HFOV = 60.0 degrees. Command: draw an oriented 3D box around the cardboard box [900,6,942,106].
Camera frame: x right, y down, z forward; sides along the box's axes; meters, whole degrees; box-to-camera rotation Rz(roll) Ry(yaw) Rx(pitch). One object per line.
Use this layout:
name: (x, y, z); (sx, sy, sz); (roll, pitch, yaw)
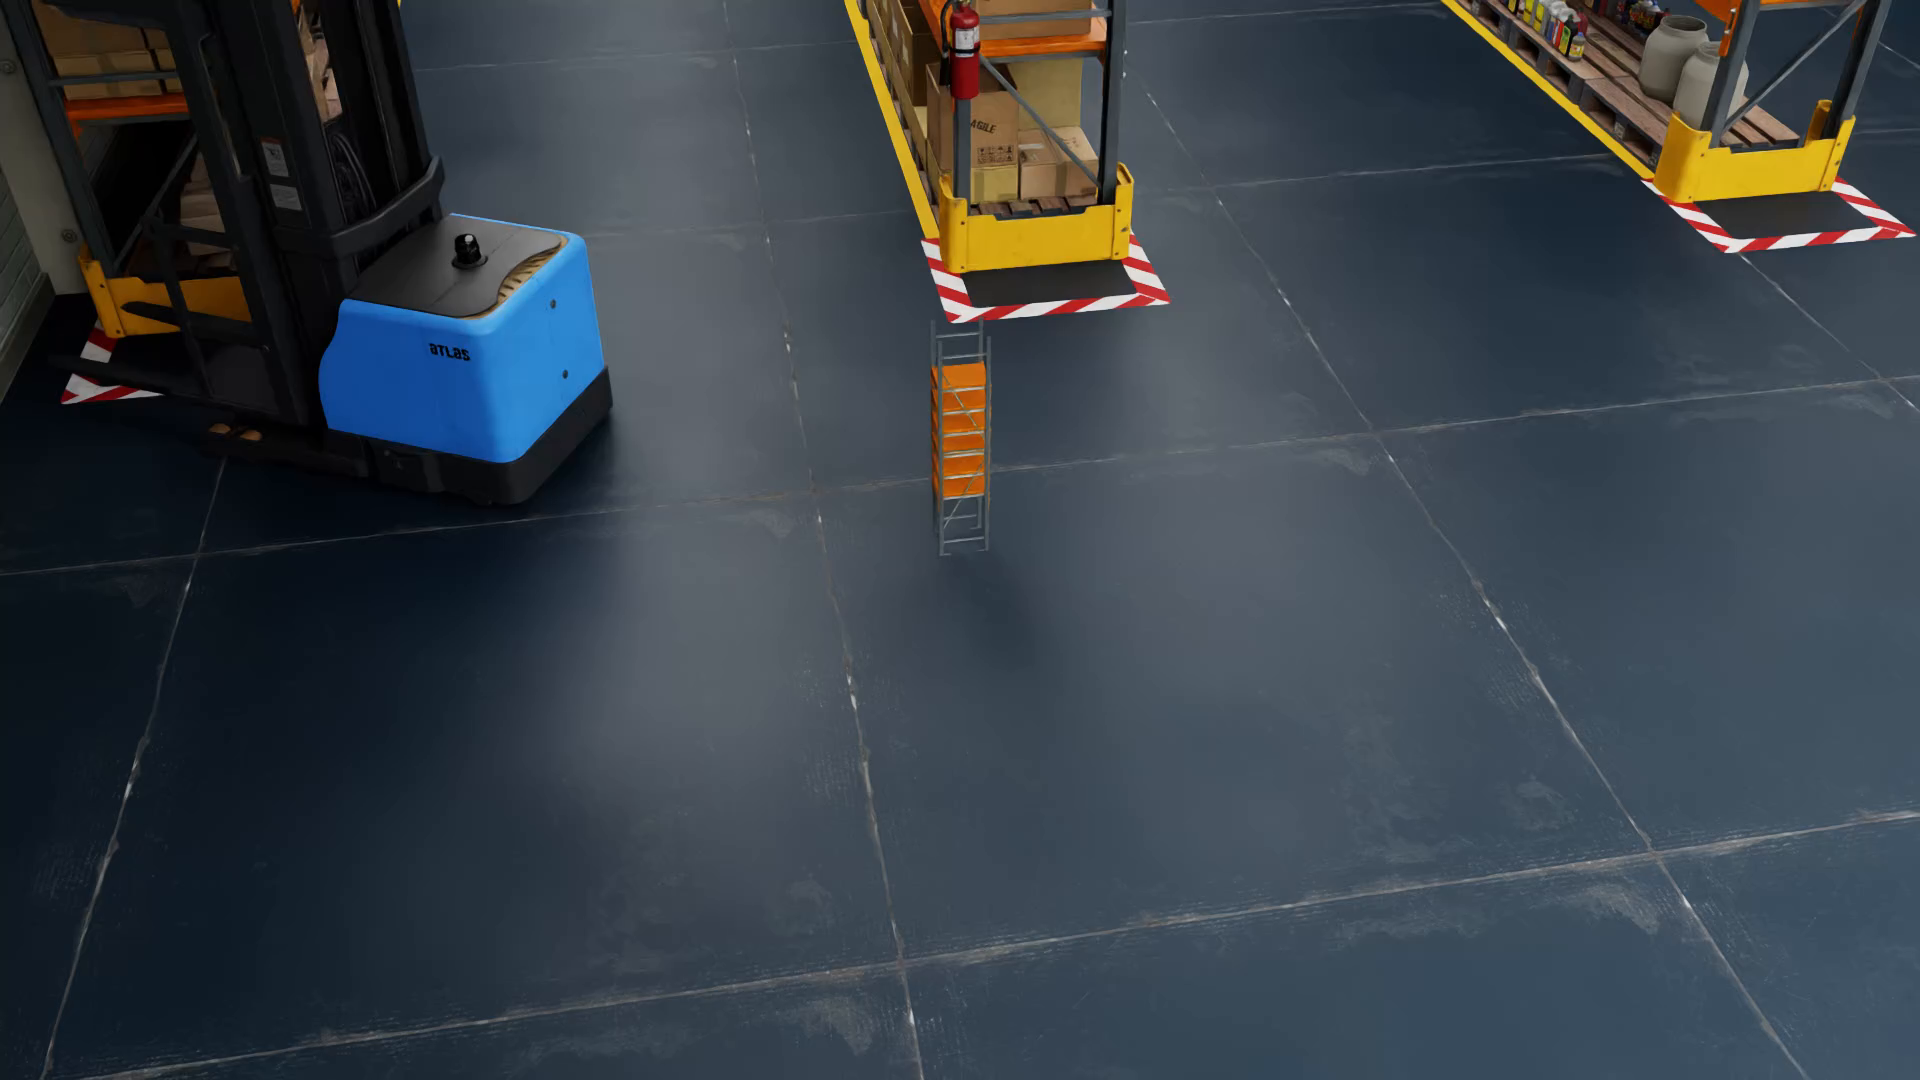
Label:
cardboard box: (-0.115, -3.276, 11.210); (0.500, 0.500, 0.500); (-6, 38, -8)

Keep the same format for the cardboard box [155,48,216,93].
cardboard box: (-4.187, -2.748, 9.348); (0.500, 0.250, 0.500); (-7, 38, -9)

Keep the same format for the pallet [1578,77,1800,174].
pallet: (5.142, -2.967, 11.797); (1.003, 0.211, 1.213); (-6, 38, -8)

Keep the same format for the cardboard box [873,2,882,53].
cardboard box: (-0.374, -3.886, 12.606); (0.500, 0.250, 0.500); (-6, 38, -8)

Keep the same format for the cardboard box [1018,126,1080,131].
cardboard box: (0.496, -2.735, 11.124); (0.500, 0.250, 0.500); (-6, 38, -8)

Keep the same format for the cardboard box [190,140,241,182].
cardboard box: (-4.547, -2.354, 10.569); (0.500, 0.311, 0.500); (-3, 38, -4)

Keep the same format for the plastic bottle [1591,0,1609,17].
plastic bottle: (5.045, -4.274, 13.062); (0.061, 0.283, 0.133); (-6, 38, -8)

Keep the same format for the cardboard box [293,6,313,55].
cardboard box: (-4.894, -3.451, 11.825); (0.500, 0.500, 0.500); (-9, 39, -11)

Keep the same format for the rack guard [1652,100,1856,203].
rack guard: (5.279, -2.590, 11.076); (1.175, 0.500, 0.348); (-6, 38, -8)

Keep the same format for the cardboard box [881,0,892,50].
cardboard box: (-0.291, -3.880, 11.987); (0.500, 0.500, 0.500); (-6, 38, -8)

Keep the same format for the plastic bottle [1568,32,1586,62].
plastic bottle: (4.586, -3.667, 12.347); (0.097, 0.201, 0.097); (0, 38, 0)

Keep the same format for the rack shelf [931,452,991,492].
rack shelf: (0.003, -0.335, 7.871); (0.258, 0.103, 0.180); (-6, 38, -8)

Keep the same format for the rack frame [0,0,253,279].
rack frame: (-4.415, -2.471, 8.885); (1.000, 3.000, 0.127); (-6, 38, -8)

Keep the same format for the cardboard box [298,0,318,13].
cardboard box: (-5.261, -4.516, 13.197); (0.700, 0.500, 0.500); (-5, 38, -6)

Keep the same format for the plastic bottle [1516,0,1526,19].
plastic bottle: (4.430, -4.201, 13.035); (0.097, 0.201, 0.097); (0, 38, 0)

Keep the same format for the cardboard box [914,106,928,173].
cardboard box: (-0.023, -2.678, 11.052); (0.500, 0.250, 0.500); (-6, 38, -8)

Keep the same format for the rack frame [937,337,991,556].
rack frame: (0.019, -0.410, 7.699); (0.240, 1.200, 0.006); (-6, 38, -8)

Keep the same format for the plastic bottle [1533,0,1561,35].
plastic bottle: (4.511, -4.065, 12.737); (0.144, 0.351, 0.185); (-5, 38, -6)

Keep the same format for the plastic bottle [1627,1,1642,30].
plastic bottle: (5.233, -4.061, 12.854); (0.097, 0.201, 0.097); (0, 38, 0)

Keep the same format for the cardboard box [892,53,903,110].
cardboard box: (-0.198, -3.282, 11.829); (0.500, 0.250, 0.500); (-6, 38, -8)

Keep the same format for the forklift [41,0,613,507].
forklift: (-3.446, -1.858, 8.152); (3.031, 2.935, 1.130); (11, 39, 14)

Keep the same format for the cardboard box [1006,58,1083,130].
cardboard box: (0.497, -3.031, 10.895); (0.500, 0.500, 0.500); (-6, 38, -8)

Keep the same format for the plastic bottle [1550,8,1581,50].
plastic bottle: (4.568, -3.852, 12.524); (0.152, 0.276, 0.135); (-6, 38, -8)

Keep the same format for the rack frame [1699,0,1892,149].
rack frame: (5.339, -3.536, 10.257); (1.000, 3.000, 0.127); (-6, 38, -8)

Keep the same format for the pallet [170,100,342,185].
pallet: (-4.746, -2.645, 11.383); (1.003, 0.211, 1.213); (-6, 38, -8)

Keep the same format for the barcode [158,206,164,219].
barcode: (-4.844, -1.982, 10.081); (0.001, 0.075, 0.075); (-6, 38, -8)

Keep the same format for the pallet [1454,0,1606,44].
pallet: (4.715, -4.441, 13.694); (1.003, 0.211, 1.213); (-6, 38, -8)

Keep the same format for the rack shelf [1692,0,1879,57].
rack shelf: (4.988, -4.460, 12.032); (1.077, 0.370, 4.000); (-6, 38, -8)

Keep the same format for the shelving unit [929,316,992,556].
shelving unit: (0.003, -0.465, 7.771); (0.258, 1.200, 0.189); (-6, 38, -8)

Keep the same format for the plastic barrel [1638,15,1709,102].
plastic barrel: (5.061, -3.412, 11.782); (0.421, 0.512, 0.421); (0, 38, 0)

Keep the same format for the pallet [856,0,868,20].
pallet: (-0.407, -4.761, 14.106); (1.003, 0.211, 1.213); (-6, 38, -8)

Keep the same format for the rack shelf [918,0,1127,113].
rack shelf: (0.111, -3.930, 11.349); (1.077, 0.370, 4.000); (-6, 38, -8)

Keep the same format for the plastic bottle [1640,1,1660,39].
plastic bottle: (5.268, -3.968, 12.678); (0.097, 0.271, 0.097); (0, 38, 0)

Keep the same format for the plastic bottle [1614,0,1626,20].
plastic bottle: (5.197, -4.185, 13.014); (0.097, 0.201, 0.097); (0, 38, 0)

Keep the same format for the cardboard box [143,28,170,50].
cardboard box: (-4.202, -3.036, 9.108); (0.500, 0.500, 0.500); (-6, 38, -8)

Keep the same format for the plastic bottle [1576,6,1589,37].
plastic bottle: (4.673, -3.866, 12.537); (0.061, 0.283, 0.133); (-6, 38, -8)

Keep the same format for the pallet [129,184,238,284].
pallet: (-4.535, -1.910, 10.436); (1.003, 0.211, 1.213); (-6, 38, -8)

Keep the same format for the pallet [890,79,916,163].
pallet: (0.076, -3.097, 11.964); (1.003, 0.211, 1.213); (-6, 38, -8)

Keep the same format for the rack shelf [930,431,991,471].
rack shelf: (0.003, -0.430, 7.798); (0.258, 0.103, 0.180); (-6, 38, -8)

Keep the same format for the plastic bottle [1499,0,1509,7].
plastic bottle: (4.404, -4.434, 13.212); (0.144, 0.351, 0.185); (-8, 39, -10)

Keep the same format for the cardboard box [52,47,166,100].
cardboard box: (-4.687, -2.681, 9.262); (0.500, 0.250, 0.500); (-6, 38, -7)

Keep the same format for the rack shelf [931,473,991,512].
rack shelf: (0.003, -0.240, 7.945); (0.258, 0.103, 0.180); (-6, 38, -8)
